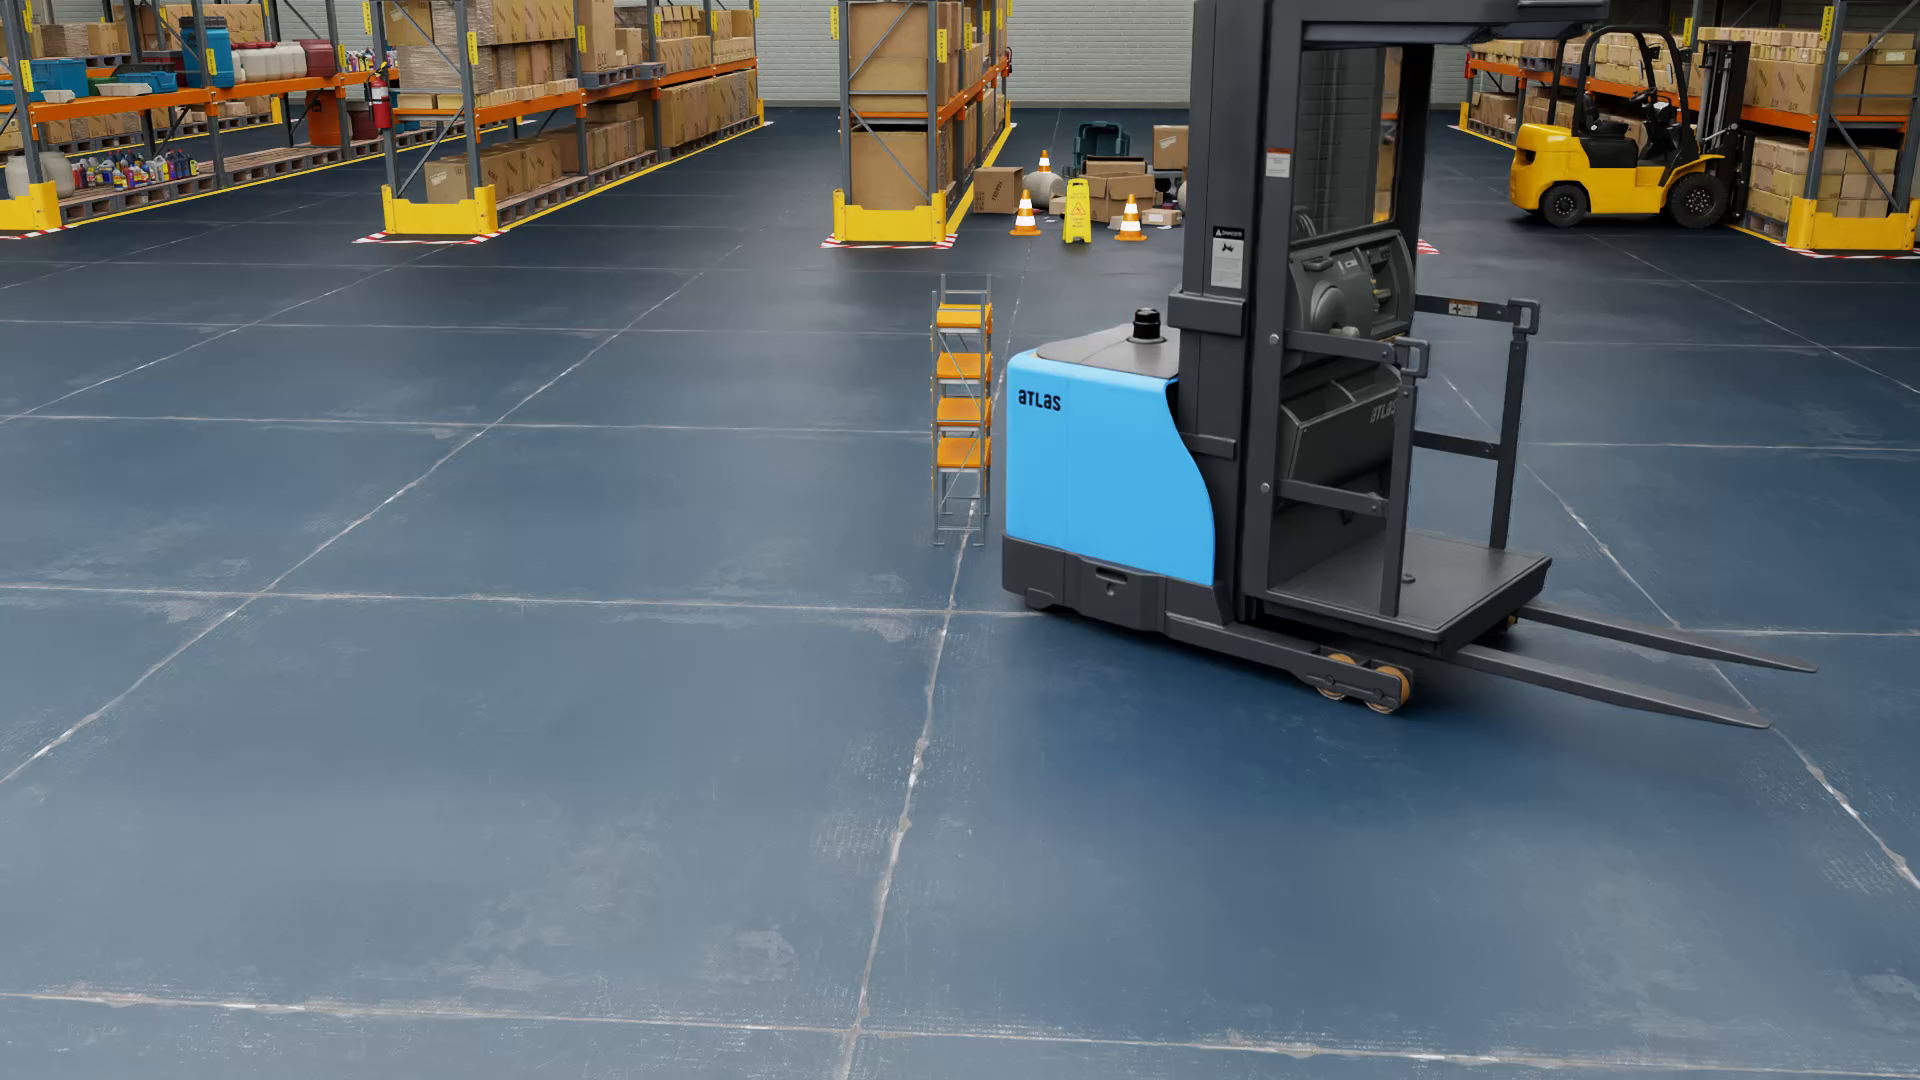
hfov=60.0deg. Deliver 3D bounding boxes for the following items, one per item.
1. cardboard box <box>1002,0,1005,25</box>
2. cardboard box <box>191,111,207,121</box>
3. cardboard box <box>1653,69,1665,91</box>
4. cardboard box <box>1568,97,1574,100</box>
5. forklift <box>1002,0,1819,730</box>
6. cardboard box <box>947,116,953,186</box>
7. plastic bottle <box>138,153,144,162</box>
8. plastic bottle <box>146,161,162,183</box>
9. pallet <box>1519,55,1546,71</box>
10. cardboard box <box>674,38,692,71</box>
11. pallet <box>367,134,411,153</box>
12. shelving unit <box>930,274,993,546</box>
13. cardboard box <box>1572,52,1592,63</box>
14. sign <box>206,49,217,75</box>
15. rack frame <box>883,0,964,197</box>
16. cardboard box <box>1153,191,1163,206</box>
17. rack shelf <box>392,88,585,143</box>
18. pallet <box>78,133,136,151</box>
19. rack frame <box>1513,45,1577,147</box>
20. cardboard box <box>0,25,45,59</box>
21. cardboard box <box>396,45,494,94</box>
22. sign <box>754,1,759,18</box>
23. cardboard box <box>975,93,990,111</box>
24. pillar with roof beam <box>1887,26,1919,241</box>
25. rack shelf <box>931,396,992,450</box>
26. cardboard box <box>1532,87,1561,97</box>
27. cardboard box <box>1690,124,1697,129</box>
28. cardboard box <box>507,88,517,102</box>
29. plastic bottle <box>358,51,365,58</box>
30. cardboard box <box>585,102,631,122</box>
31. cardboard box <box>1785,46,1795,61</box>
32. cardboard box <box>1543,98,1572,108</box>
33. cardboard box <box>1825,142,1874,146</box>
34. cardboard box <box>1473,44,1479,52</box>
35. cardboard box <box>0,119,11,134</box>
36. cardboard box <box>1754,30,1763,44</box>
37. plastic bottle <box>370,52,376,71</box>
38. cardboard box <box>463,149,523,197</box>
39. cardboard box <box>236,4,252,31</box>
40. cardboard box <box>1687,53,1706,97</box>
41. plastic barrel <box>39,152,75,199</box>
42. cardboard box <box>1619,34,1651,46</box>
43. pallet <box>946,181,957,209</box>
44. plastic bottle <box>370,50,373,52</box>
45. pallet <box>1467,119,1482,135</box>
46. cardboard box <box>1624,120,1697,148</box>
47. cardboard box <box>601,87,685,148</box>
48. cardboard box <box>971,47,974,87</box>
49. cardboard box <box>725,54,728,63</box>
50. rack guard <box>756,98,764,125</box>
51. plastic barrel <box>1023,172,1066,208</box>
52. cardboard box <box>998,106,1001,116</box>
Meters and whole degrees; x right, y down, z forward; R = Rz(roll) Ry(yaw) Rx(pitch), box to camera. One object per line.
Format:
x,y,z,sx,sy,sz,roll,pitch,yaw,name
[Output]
0.558,-9.804,30.783,0.500,0.500,0.500,2,18,7,cardboard box
-14.402,-7.986,31.322,0.380,0.166,0.250,1,18,4,cardboard box
9.248,-5.939,21.471,0.500,0.250,0.500,1,18,4,cardboard box
10.255,-7.218,27.432,0.380,0.149,0.250,1,18,4,cardboard box
1.639,-0.953,6.124,3.031,2.935,1.130,14,23,37,forklift
-0.568,-4.876,20.725,0.875,0.875,0.875,2,18,5,cardboard box
-10.793,-4.956,21.906,0.097,0.271,0.097,0,18,0,plastic bottle
-10.144,-4.631,20.906,0.152,0.276,0.135,2,18,5,plastic bottle
9.850,-7.839,27.338,1.003,0.211,1.213,1,18,4,pallet
-4.694,-7.932,27.151,0.500,0.500,0.500,1,18,4,cardboard box
-9.941,-6.674,27.951,1.003,0.211,1.213,1,18,4,pallet
0.012,-0.622,7.893,0.258,1.200,0.503,1,18,4,shelving unit
9.394,-7.227,24.889,0.380,0.149,0.250,2,18,5,cardboard box
-9.785,-6.249,21.731,0.100,0.325,0.005,1,18,4,sign
-0.453,-5.880,21.051,1.000,3.000,0.127,1,18,4,rack frame
2.292,-4.297,20.610,0.258,0.266,0.396,-13,22,-34,cardboard box
-5.536,-5.059,19.701,1.077,0.370,4.000,1,18,4,rack shelf
-14.805,-6.771,28.247,1.003,0.211,1.213,1,18,4,pallet
10.016,-8.176,28.058,1.000,3.000,0.127,1,18,4,rack frame
-15.054,-7.932,26.478,0.700,0.500,0.500,-5,19,-15,cardboard box
-5.613,-5.139,18.151,0.875,0.500,0.500,1,18,4,cardboard box
-3.993,-10.396,32.592,0.100,0.325,0.005,1,18,4,sign
0.209,-7.010,26.636,0.500,0.250,0.500,1,18,4,cardboard box
5.811,-7.592,16.642,9.100,9.000,0.400,1,18,4,pillar with roof beam
0.012,-0.558,7.914,0.258,0.148,0.480,1,18,4,rack shelf
9.754,-7.450,27.663,0.380,0.149,0.250,0,18,1,cardboard box
9.095,-4.916,20.245,0.500,0.250,0.500,1,18,3,cardboard box
-5.339,-5.132,19.172,0.380,0.149,0.250,1,18,4,cardboard box
-10.088,-8.132,28.124,0.152,0.276,0.135,1,18,4,plastic bottle
-5.152,-6.268,24.340,0.500,0.250,0.500,3,18,10,cardboard box
8.999,-5.155,17.635,0.380,0.149,0.250,1,18,4,cardboard box
9.769,-7.137,27.186,0.380,0.149,0.250,1,18,3,cardboard box
9.411,-4.118,17.807,0.500,0.250,0.500,1,18,4,cardboard box
10.002,-9.354,31.415,0.500,0.250,0.500,1,18,4,cardboard box
-14.810,-6.317,25.224,0.500,0.311,0.500,1,18,3,cardboard box
9.110,-5.617,18.566,0.380,0.149,0.250,1,18,4,cardboard box
-9.565,-7.805,27.112,0.061,0.283,0.133,1,18,4,plastic bottle
-5.546,-4.366,19.769,0.500,0.500,0.500,3,18,9,cardboard box
-14.206,-10.193,32.447,0.500,0.500,0.500,2,18,5,cardboard box
9.150,-5.607,20.057,0.500,0.500,0.500,1,18,2,cardboard box
-10.613,-4.270,19.457,0.421,0.512,0.421,0,18,0,plastic barrel
9.396,-6.952,23.121,0.380,0.149,0.250,1,18,5,cardboard box
-0.586,-4.321,20.770,1.003,0.211,1.213,1,18,4,pallet
-10.199,-8.310,28.665,0.152,0.276,0.135,1,18,4,plastic bottle
10.241,-7.822,31.456,1.003,0.211,1.213,1,18,4,pallet
9.584,-5.399,22.723,0.875,0.625,0.625,1,18,2,cardboard box
-5.036,-6.668,26.194,1.225,0.875,0.875,0,18,1,cardboard box
-0.073,-6.397,22.468,0.500,0.500,0.500,1,18,4,cardboard box
-4.412,-8.717,30.113,0.380,0.149,0.250,1,18,2,cardboard box
-4.531,-8.569,33.271,1.175,0.500,0.348,1,18,4,rack guard
0.996,-4.269,20.273,0.512,0.421,0.421,17,25,41,plastic barrel
0.565,-7.935,30.749,0.380,0.149,0.250,1,18,4,cardboard box
